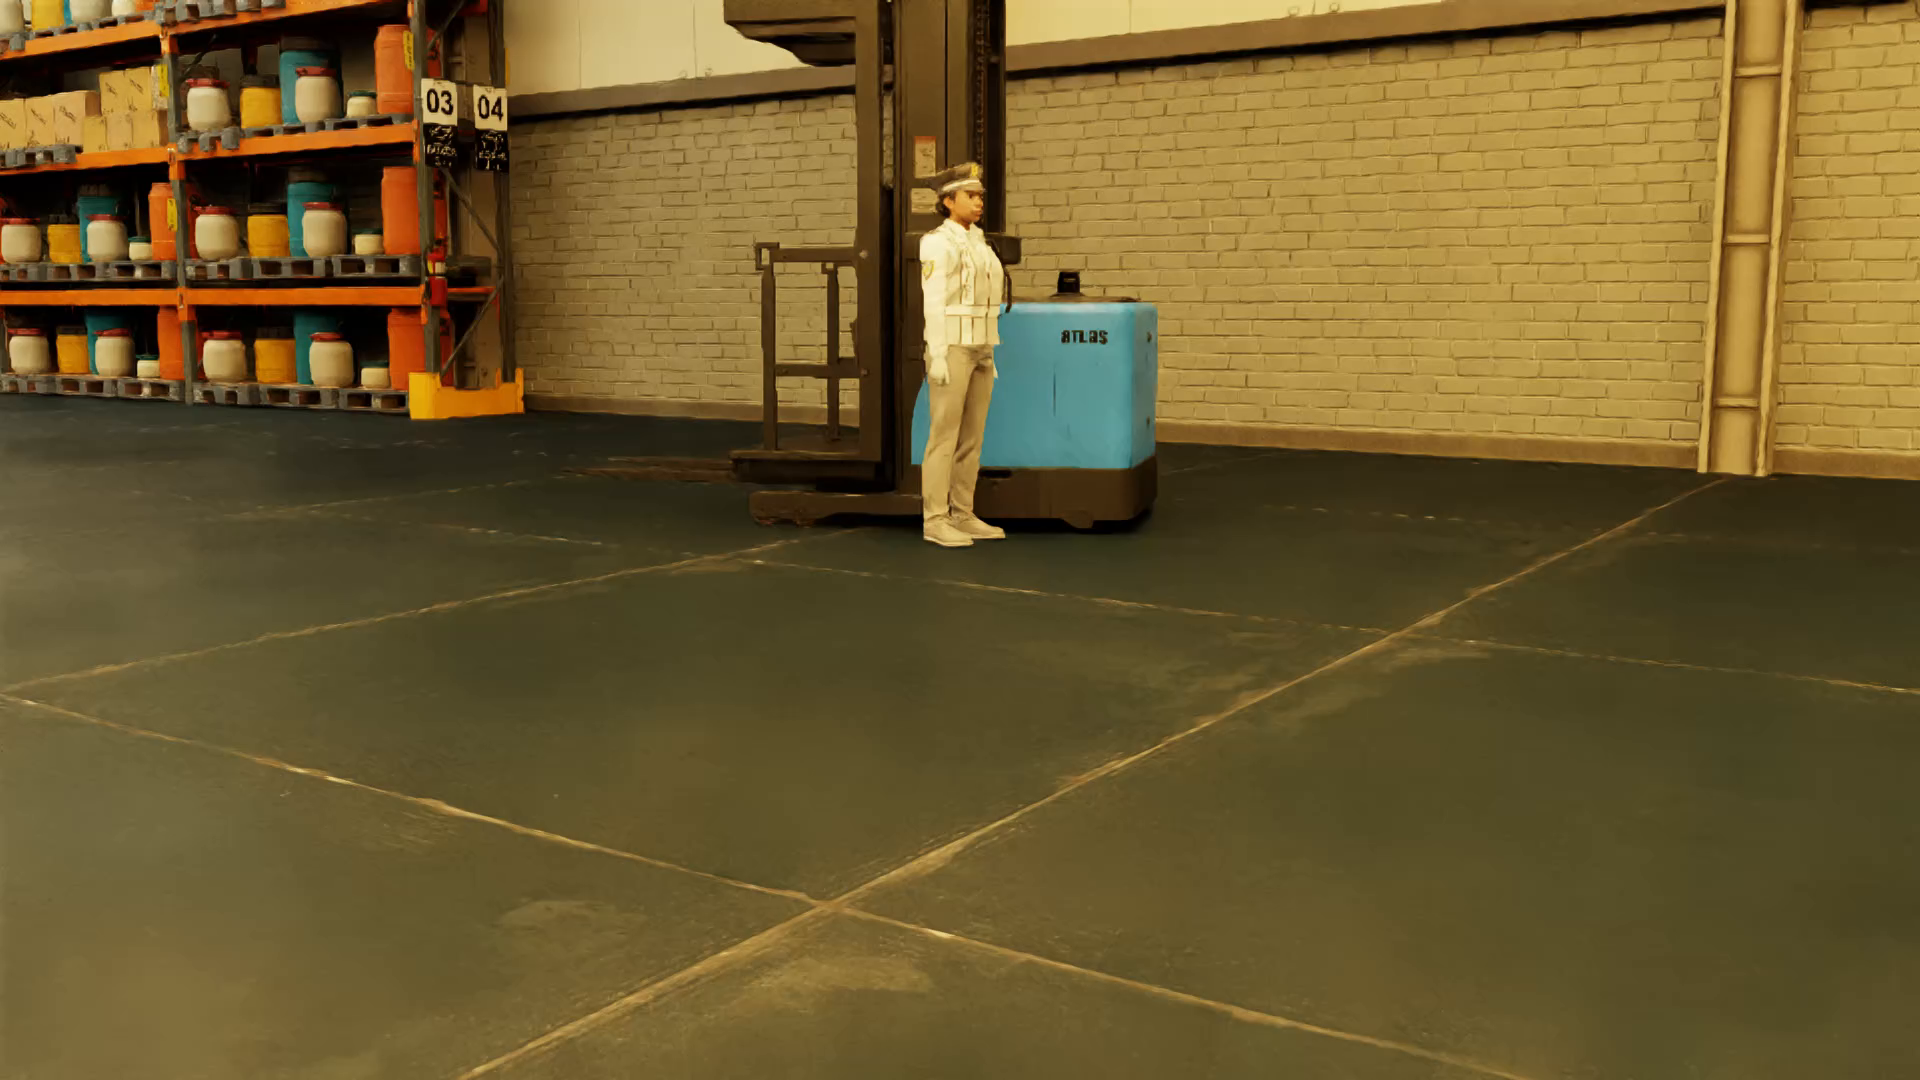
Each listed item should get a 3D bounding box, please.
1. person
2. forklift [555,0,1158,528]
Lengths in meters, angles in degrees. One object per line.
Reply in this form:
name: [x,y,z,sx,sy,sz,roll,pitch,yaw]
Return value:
person: [0.019,-0.833,7.473,0.336,1.691,0.472,5,10,33]
forklift: [-0.549,-1.591,8.383,3.031,2.935,1.130,2,8,14]
